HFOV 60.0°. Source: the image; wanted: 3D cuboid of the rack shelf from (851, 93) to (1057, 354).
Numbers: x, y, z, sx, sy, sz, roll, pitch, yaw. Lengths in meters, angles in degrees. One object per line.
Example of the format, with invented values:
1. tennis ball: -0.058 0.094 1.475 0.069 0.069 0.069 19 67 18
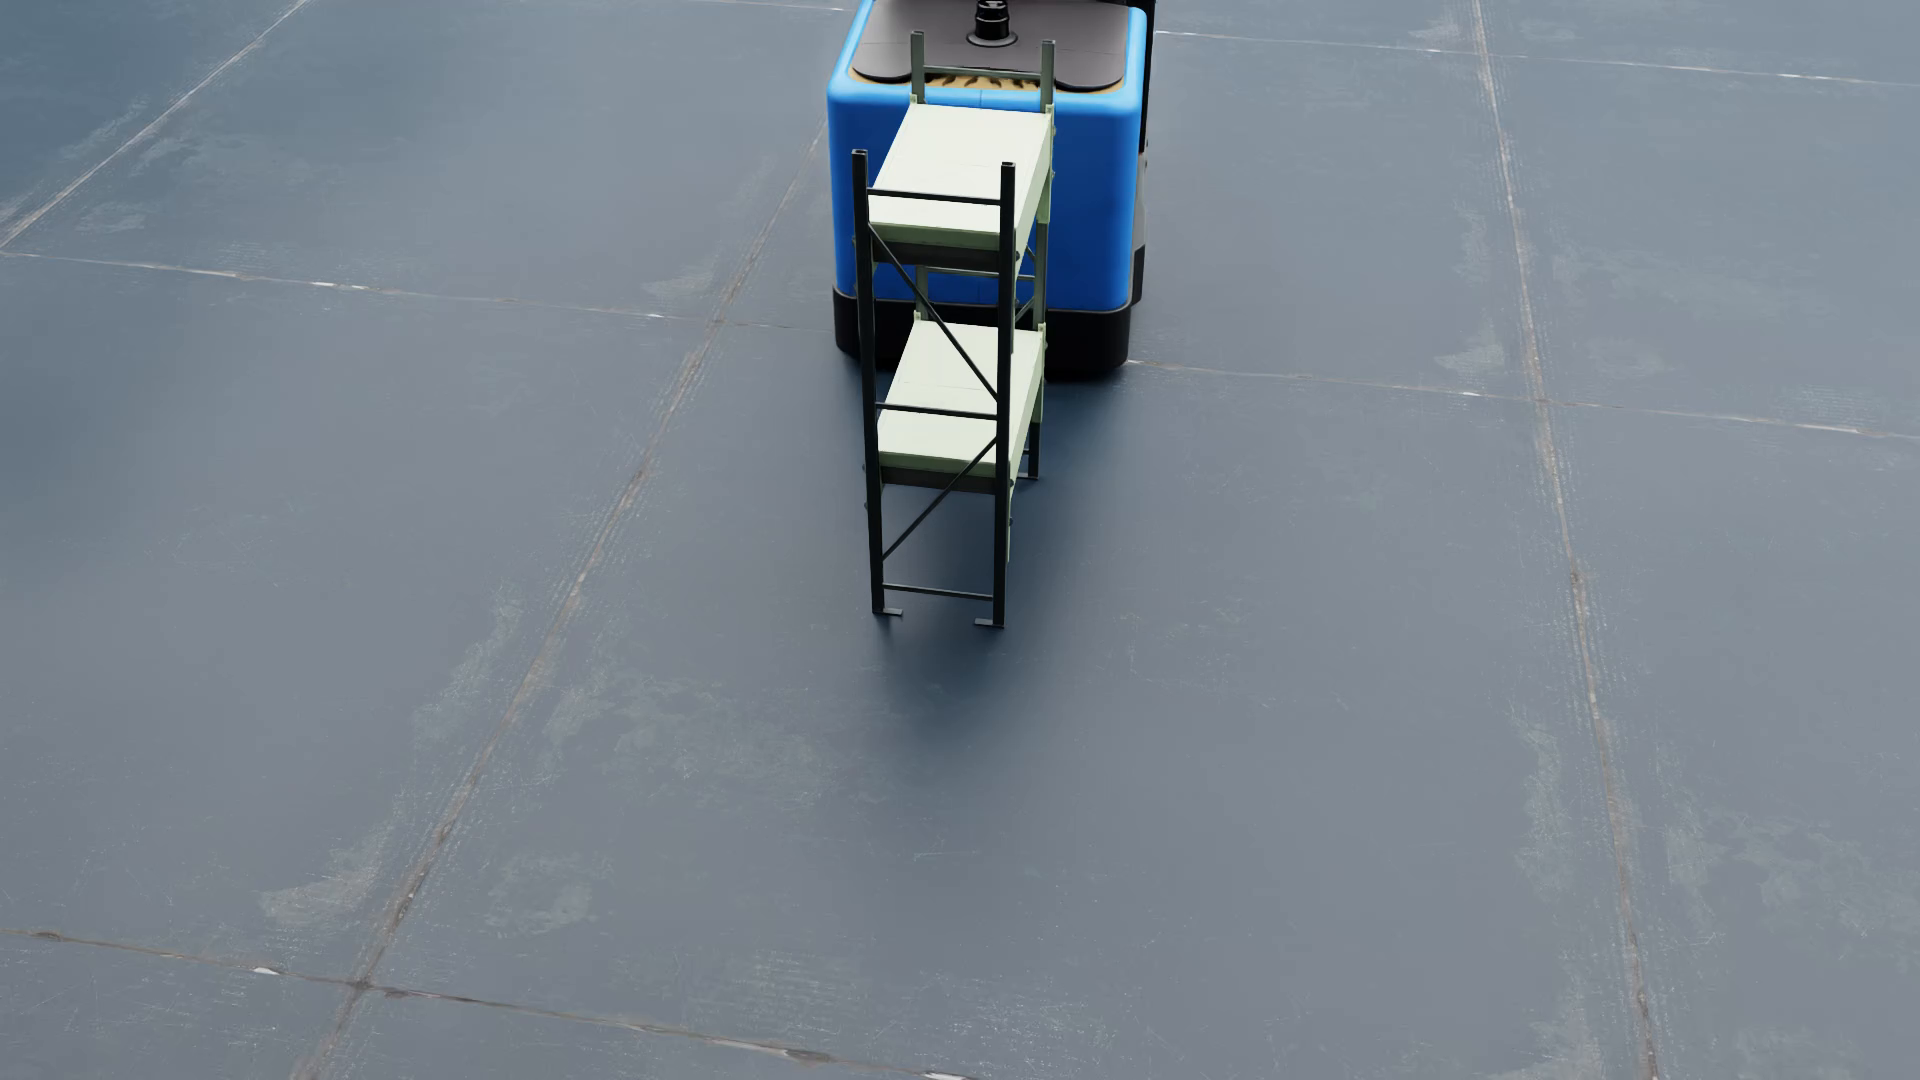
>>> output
1. rack shelf: -0.001 -0.875 4.518 0.431 0.370 0.720 6 40 8

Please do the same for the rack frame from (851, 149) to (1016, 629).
1. rack frame: -0.064 -0.344 4.489 0.400 1.500 0.023 6 40 8

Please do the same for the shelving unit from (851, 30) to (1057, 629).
1. shelving unit: -0.001 -0.574 4.767 0.431 1.500 0.755 6 40 8

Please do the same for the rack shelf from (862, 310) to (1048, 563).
1. rack shelf: -0.001 -0.323 4.975 0.431 0.370 0.720 6 40 8

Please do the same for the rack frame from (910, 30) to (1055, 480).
1. rack frame: 0.062 -0.804 5.045 0.400 1.500 0.023 6 40 8

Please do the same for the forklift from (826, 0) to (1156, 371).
1. forklift: 0.228 -2.656 6.162 1.130 2.935 3.031 4 40 5
